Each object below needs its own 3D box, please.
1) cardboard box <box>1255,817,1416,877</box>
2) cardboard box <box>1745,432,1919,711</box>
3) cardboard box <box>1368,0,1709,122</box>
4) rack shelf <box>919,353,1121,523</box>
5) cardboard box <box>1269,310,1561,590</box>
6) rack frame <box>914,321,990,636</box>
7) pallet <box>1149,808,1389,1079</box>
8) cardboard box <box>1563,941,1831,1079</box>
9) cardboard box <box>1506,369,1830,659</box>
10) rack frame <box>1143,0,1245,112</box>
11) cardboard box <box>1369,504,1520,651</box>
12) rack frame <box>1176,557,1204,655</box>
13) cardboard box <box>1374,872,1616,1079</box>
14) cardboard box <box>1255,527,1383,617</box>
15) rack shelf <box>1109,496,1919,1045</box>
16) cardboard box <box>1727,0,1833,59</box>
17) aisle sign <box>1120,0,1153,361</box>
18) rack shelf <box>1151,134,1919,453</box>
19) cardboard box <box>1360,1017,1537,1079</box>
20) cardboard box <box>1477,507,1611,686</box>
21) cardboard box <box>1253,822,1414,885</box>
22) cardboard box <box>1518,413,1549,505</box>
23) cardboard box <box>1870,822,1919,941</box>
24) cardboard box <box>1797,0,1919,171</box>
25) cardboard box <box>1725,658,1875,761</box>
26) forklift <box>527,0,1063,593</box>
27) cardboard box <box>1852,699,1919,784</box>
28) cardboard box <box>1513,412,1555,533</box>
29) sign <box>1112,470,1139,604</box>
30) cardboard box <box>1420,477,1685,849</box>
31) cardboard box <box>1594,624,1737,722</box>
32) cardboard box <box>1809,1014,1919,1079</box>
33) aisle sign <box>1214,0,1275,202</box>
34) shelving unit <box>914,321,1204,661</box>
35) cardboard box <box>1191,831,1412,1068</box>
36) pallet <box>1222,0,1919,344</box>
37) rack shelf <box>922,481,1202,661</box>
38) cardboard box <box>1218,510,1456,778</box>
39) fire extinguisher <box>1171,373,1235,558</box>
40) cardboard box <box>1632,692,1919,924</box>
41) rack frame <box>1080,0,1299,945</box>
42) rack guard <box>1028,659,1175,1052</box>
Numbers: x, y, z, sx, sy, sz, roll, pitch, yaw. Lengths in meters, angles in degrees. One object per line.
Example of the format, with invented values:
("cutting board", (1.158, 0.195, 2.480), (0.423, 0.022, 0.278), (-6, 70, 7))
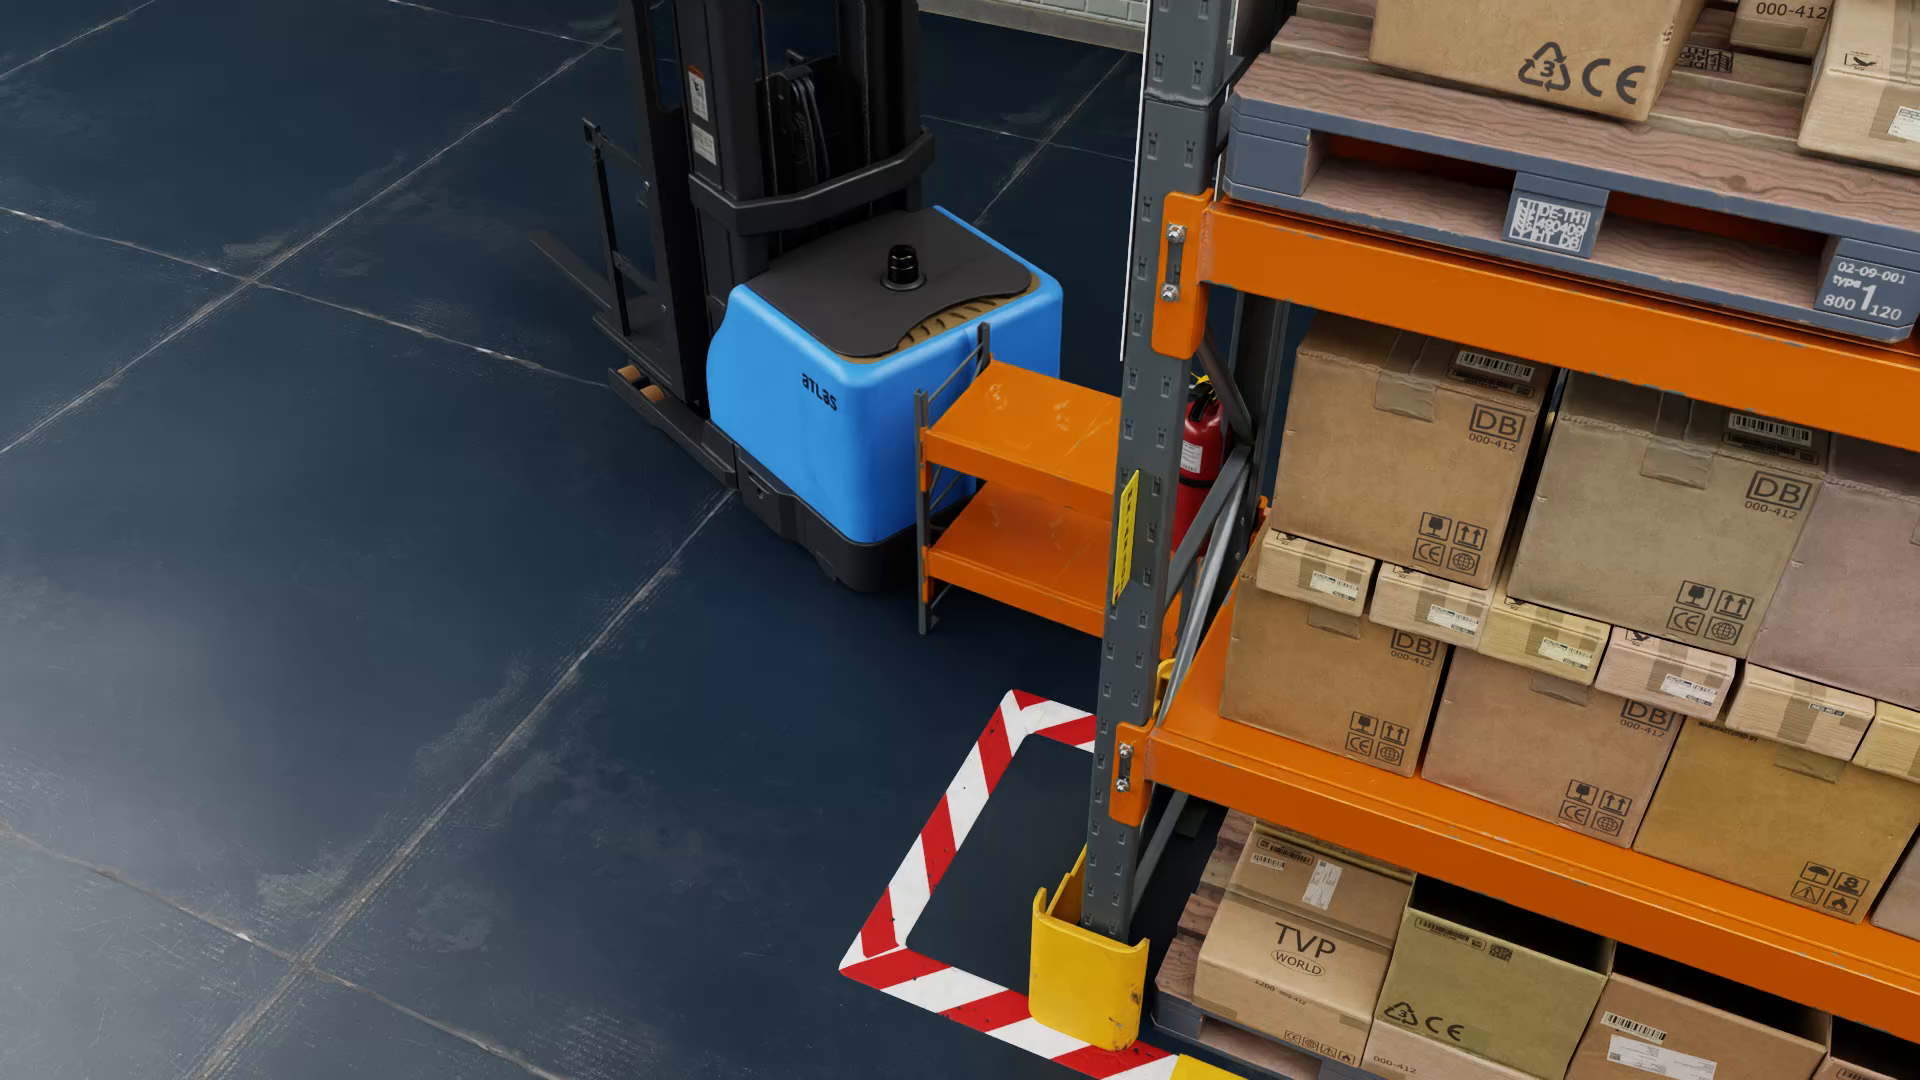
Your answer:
("cardboard box", (1.224, 0.595, 4.980), (0.500, 0.500, 0.500), (17, 44, 19))
("cardboard box", (2.014, -0.069, 3.473), (0.500, 0.500, 0.700), (17, 44, 19))
("cardboard box", (1.132, -1.197, 3.044), (0.637, 0.503, 0.797), (20, 45, 22))
("rack shelf", (0.423, -0.271, 5.757), (1.000, 0.278, 0.538), (19, 45, 21))
("cardboard box", (1.078, -0.351, 3.798), (0.500, 0.500, 0.700), (17, 44, 19))
("rack frame", (-0.024, -0.208, 6.131), (0.032, 1.125, 0.500), (19, 45, 21))
("pallet", (1.323, 1.266, 5.128), (1.213, 0.211, 1.003), (17, 44, 19))
("cardboard box", (1.917, 1.171, 4.315), (0.500, 0.500, 0.500), (17, 44, 19))
("cardboard box", (1.557, -0.208, 3.633), (0.500, 0.500, 0.700), (16, 43, 18))
("rack frame", (0.613, -2.241, 2.465), (0.127, 3.000, 1.000), (17, 44, 19))
("cardboard box", (1.118, 0.051, 3.830), (0.250, 0.149, 0.380), (16, 43, 18))
("rack frame", (0.871, 0.108, 5.767), (0.032, 1.125, 0.500), (19, 45, 21))
("cardboard box", (1.458, 1.041, 4.465), (0.500, 0.500, 0.500), (17, 44, 19))
("cardboard box", (0.877, -0.021, 3.912), (0.250, 0.149, 0.380), (17, 44, 18))
("rack shelf", (2.425, 0.851, 4.027), (4.000, 0.370, 1.077), (17, 44, 19))
("cardboard box", (1.768, -1.100, 3.126), (0.500, 0.250, 0.500), (17, 44, 19))
("aisle sign", (0.424, -0.793, 3.390), (0.004, 0.787, 0.394), (17, 44, 19))
("rack shelf", (2.425, -0.282, 3.044), (4.000, 0.370, 1.077), (17, 44, 19))
("cardboard box", (1.459, 1.323, 4.712), (0.500, 0.250, 0.500), (17, 44, 19))
("cardboard box", (1.343, 0.121, 3.749), (0.250, 0.149, 0.380), (17, 44, 19))
("cardboard box", (1.223, 0.879, 5.224), (0.500, 0.250, 0.500), (17, 44, 19))
("cardboard box", (1.277, -0.193, 4.111), (0.250, 0.149, 0.380), (18, 44, 20))
("cardboard box", (2.434, 0.552, 3.747), (0.500, 0.500, 0.700), (18, 44, 20))
("cardboard box", (1.604, -0.794, 2.850), (0.250, 0.149, 0.380), (17, 44, 19))
("cardboard box", (1.813, 0.264, 3.583), (0.250, 0.149, 0.380), (16, 43, 17))
("forklift", (-0.912, -1.808, 6.598), (1.130, 2.935, 3.031), (-28, 48, -28))
("cardboard box", (2.045, 0.335, 3.502), (0.250, 0.149, 0.380), (16, 44, 18))
("cardboard box", (1.509, -0.122, 4.029), (0.250, 0.149, 0.380), (16, 44, 18))
("sign", (0.372, -0.004, 3.743), (0.005, 0.325, 0.100), (17, 44, 19))
("cardboard box", (1.508, 0.267, 4.075), (0.500, 0.500, 0.700), (18, 44, 20))
("cardboard box", (1.571, 0.192, 3.667), (0.250, 0.149, 0.380), (16, 44, 18))
("cardboard box", (2.363, 1.320, 4.143), (0.500, 0.500, 0.500), (17, 44, 19))
("aisle sign", (0.677, -1.149, 3.801), (0.004, 0.787, 0.394), (17, 44, 19))
("shelving unit", (0.423, -0.050, 5.949), (1.048, 1.125, 0.538), (19, 45, 21))
("cardboard box", (1.005, 1.187, 4.870), (0.500, 0.250, 0.500), (17, 44, 19))
("pallet", (1.242, -0.863, 3.233), (1.213, 0.211, 1.003), (17, 44, 19))
("rack shelf", (0.423, 0.135, 6.109), (1.000, 0.278, 0.538), (19, 45, 21))
("cardboard box", (1.030, 0.125, 4.239), (0.500, 0.500, 0.700), (17, 44, 19))
("fire extinguisher", (0.702, -0.254, 4.811), (0.183, 0.674, 0.296), (17, 44, 19))
("cardboard box", (1.956, 0.408, 3.912), (0.500, 0.500, 0.700), (17, 44, 19))
("rack frame", (0.613, 0.026, 4.430), (0.127, 3.000, 1.000), (17, 44, 19))
("rack guard", (0.591, 0.964, 5.257), (0.348, 0.500, 1.175), (17, 44, 19))
